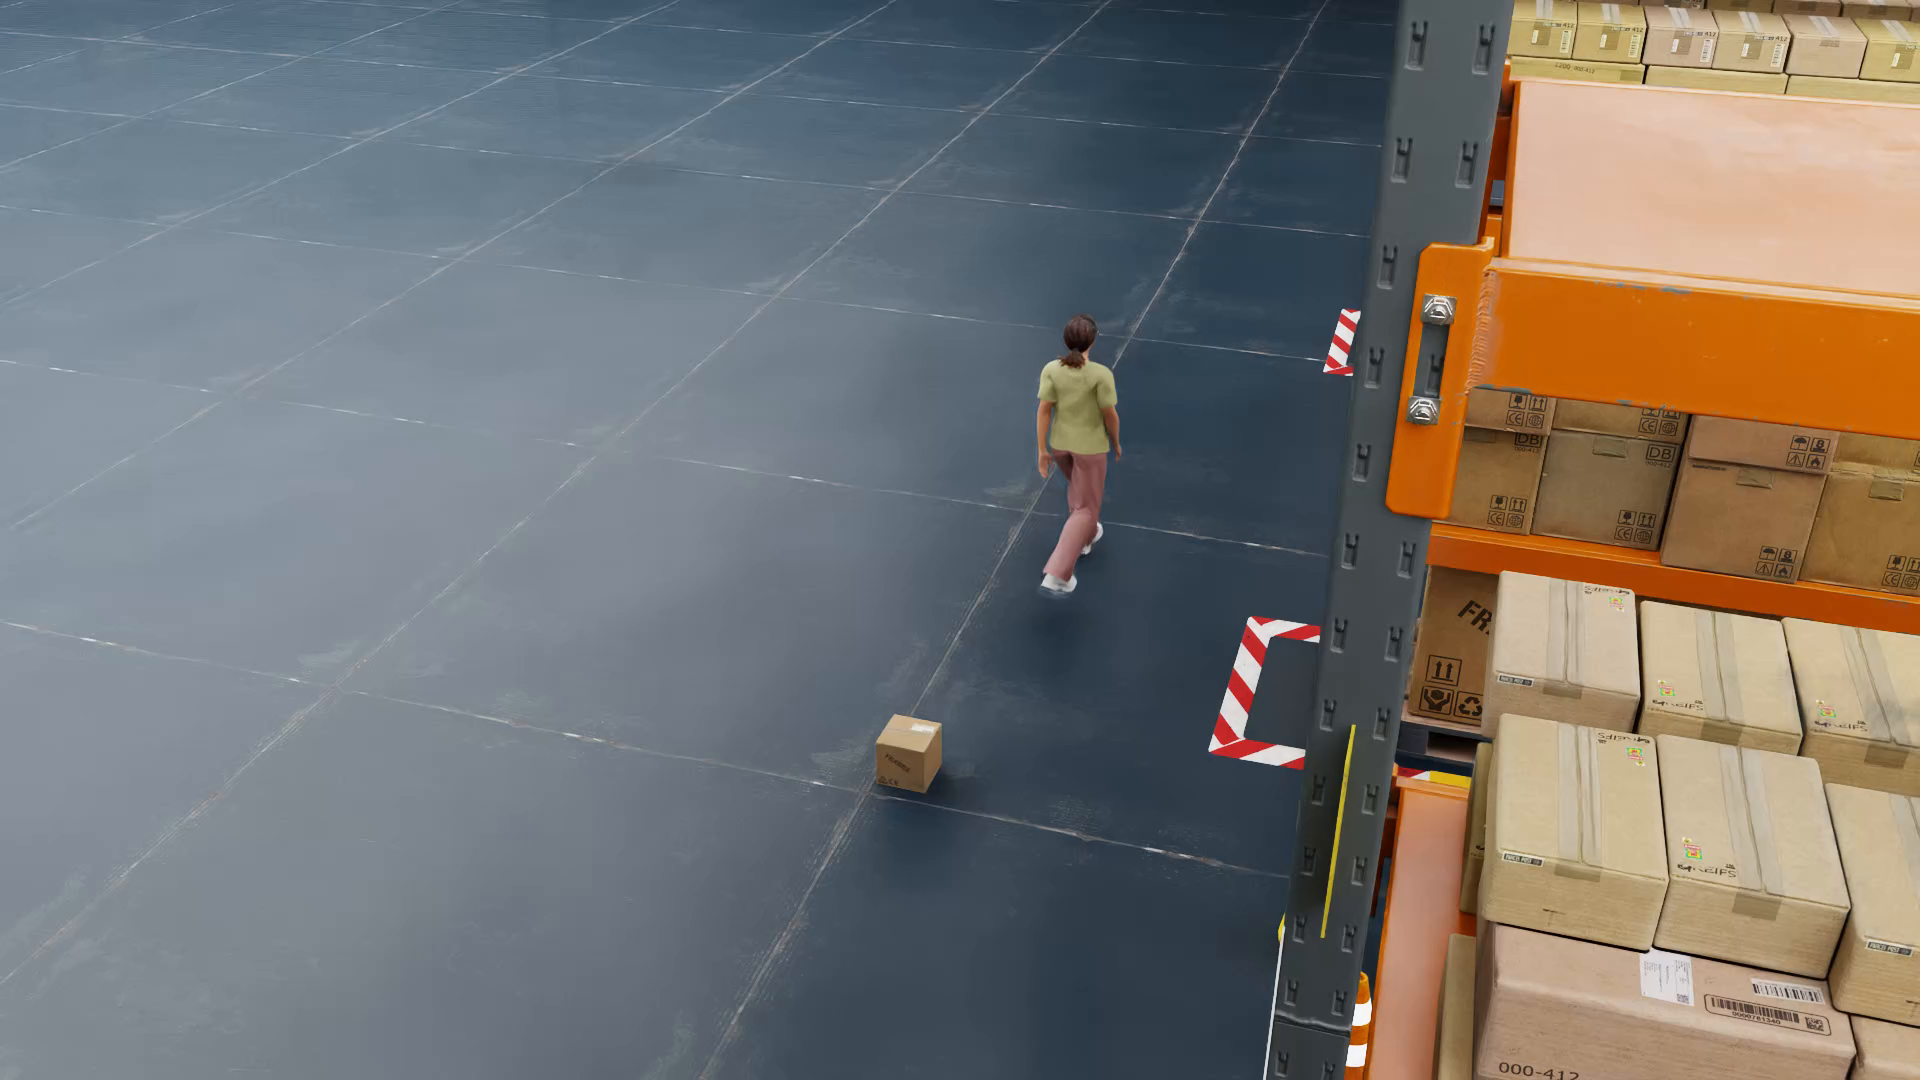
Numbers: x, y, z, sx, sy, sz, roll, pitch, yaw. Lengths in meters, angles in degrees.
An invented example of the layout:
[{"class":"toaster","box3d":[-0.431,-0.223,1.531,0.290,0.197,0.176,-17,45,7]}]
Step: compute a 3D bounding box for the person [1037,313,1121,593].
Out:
[{"class":"person","box3d":[0.670,-0.517,9.419,0.442,1.624,1.002,15,33,25]}]
